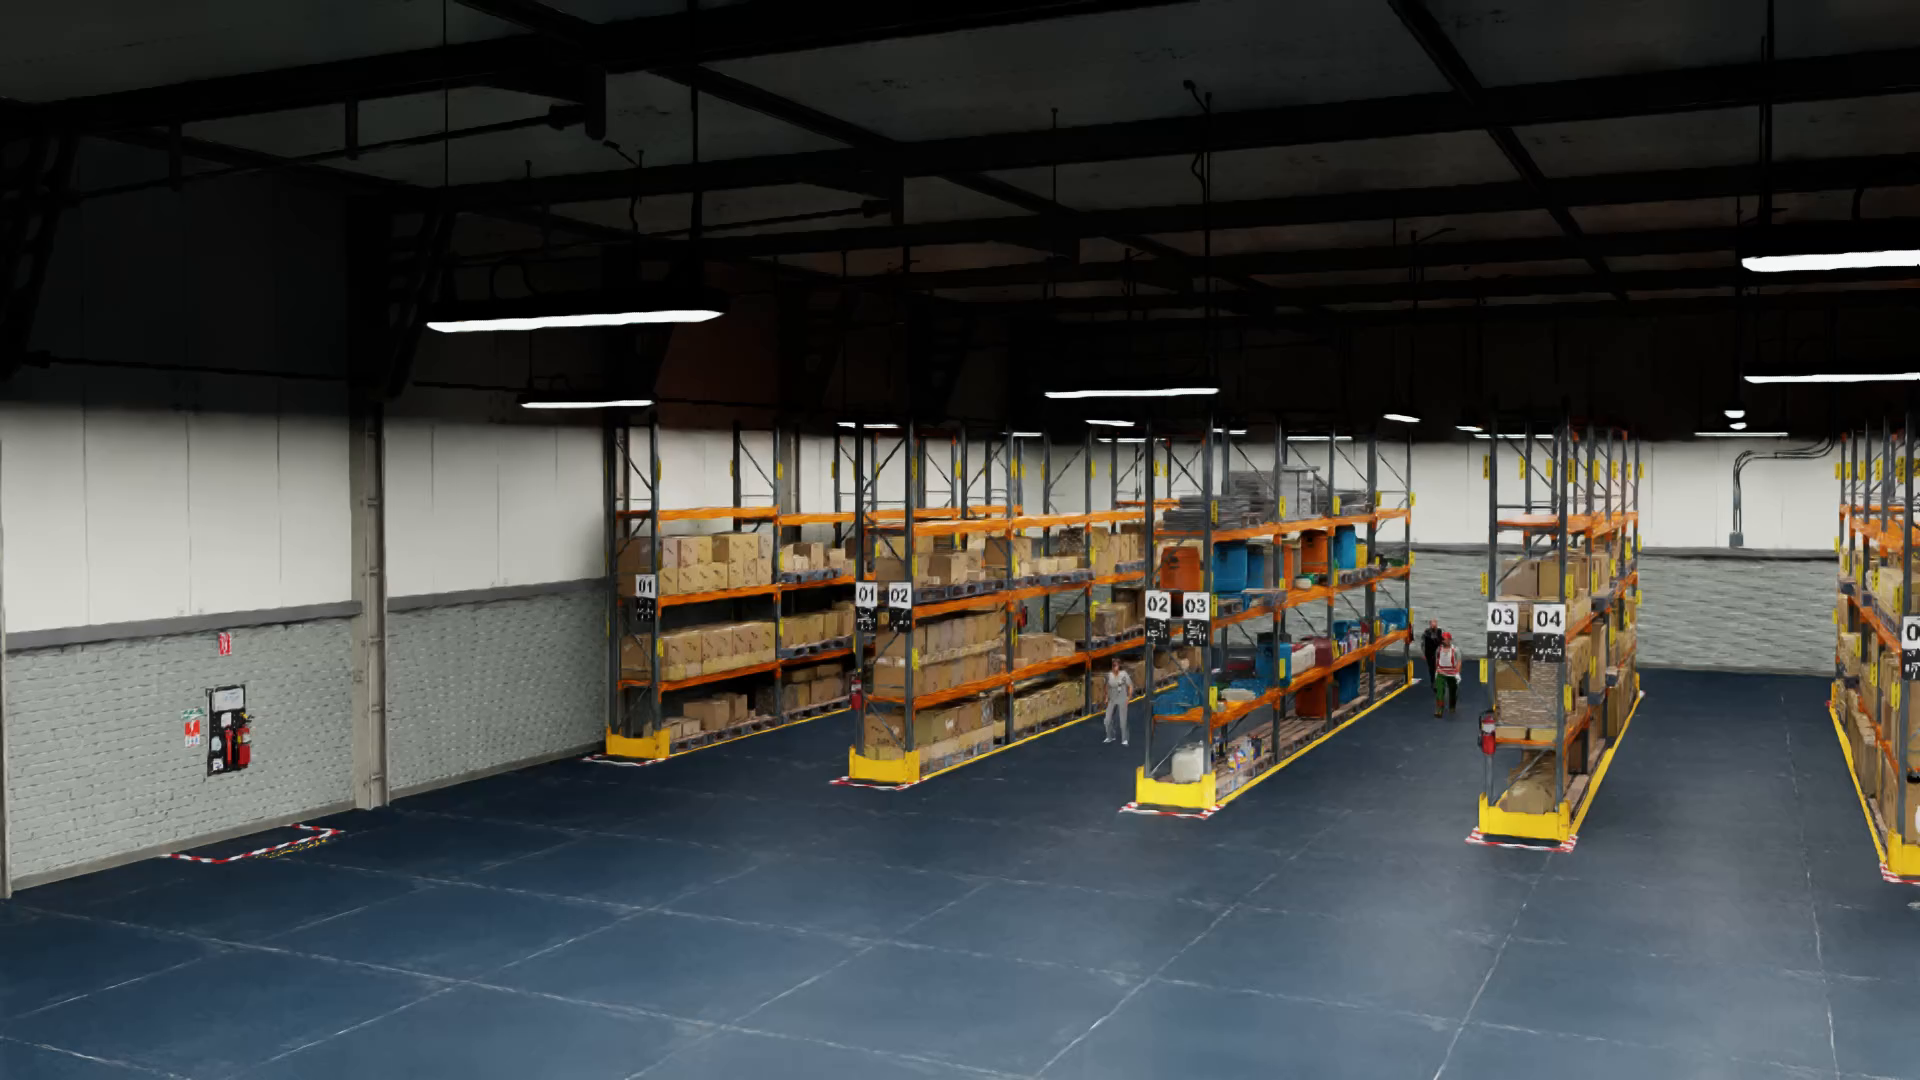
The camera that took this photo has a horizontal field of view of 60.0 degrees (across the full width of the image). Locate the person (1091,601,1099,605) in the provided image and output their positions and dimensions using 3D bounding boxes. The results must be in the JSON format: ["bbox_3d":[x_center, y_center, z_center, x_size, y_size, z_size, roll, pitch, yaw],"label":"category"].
[{"bbox_3d":[3.348,2.380,40.854,0.469,1.766,0.642,0,2,1],"label":"person"}]

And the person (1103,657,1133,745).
[{"bbox_3d":[2.870,2.928,30.228,0.580,1.618,0.507,1,3,24],"label":"person"}]

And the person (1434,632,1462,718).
[{"bbox_3d":[9.876,2.718,33.699,0.561,1.727,1.086,1,3,24],"label":"person"}]

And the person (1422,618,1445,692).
[{"bbox_3d":[10.747,2.581,37.738,0.543,1.648,1.115,1,3,27],"label":"person"}]

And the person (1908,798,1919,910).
[{"bbox_3d":[11.093,3.335,18.728,0.472,1.771,0.721,0,2,-2],"label":"person"}]
